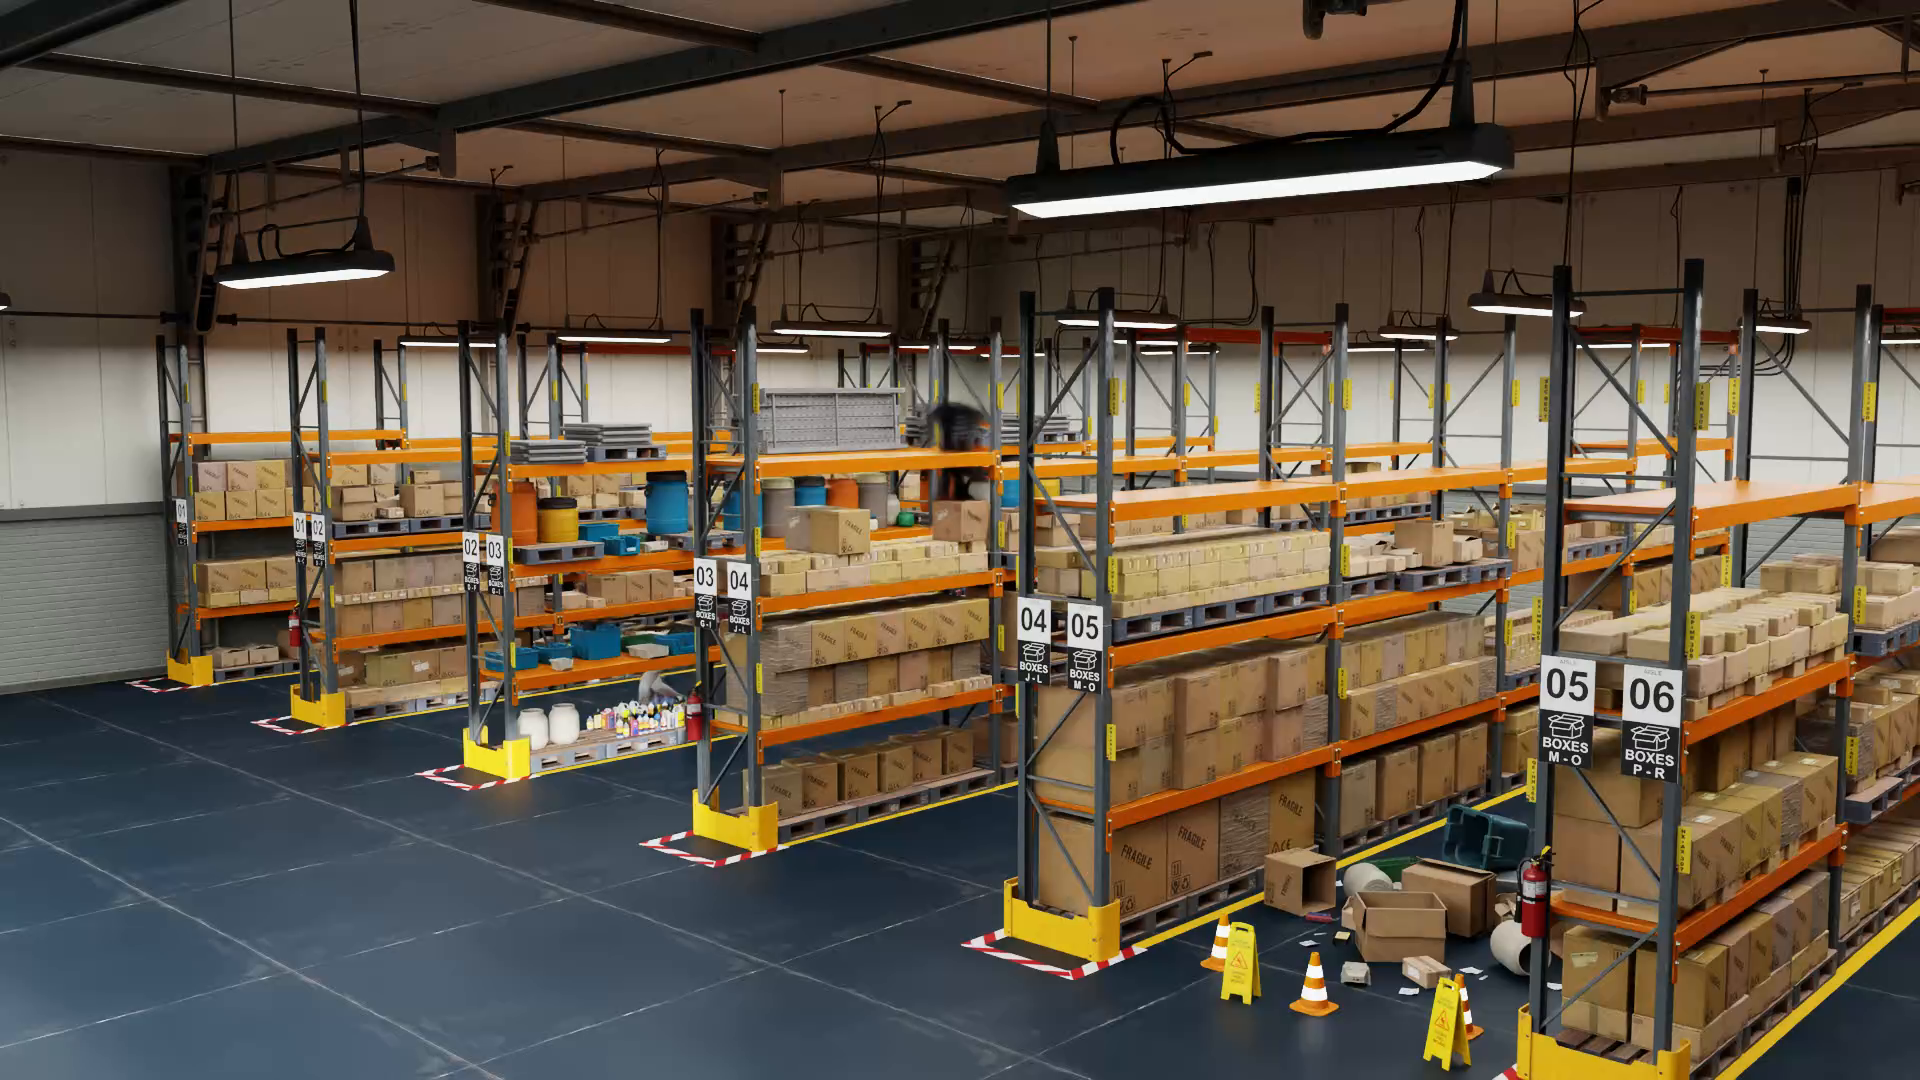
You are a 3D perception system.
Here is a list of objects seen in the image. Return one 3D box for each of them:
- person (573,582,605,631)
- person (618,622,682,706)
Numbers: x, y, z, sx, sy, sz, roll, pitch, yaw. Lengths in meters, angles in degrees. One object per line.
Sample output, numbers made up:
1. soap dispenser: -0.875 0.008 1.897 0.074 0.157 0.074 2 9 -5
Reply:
1. person: -6.806 1.503 31.025 0.604 1.506 0.837 3 6 25
2. person: -4.808 1.996 25.862 0.651 1.546 1.157 4 7 39
